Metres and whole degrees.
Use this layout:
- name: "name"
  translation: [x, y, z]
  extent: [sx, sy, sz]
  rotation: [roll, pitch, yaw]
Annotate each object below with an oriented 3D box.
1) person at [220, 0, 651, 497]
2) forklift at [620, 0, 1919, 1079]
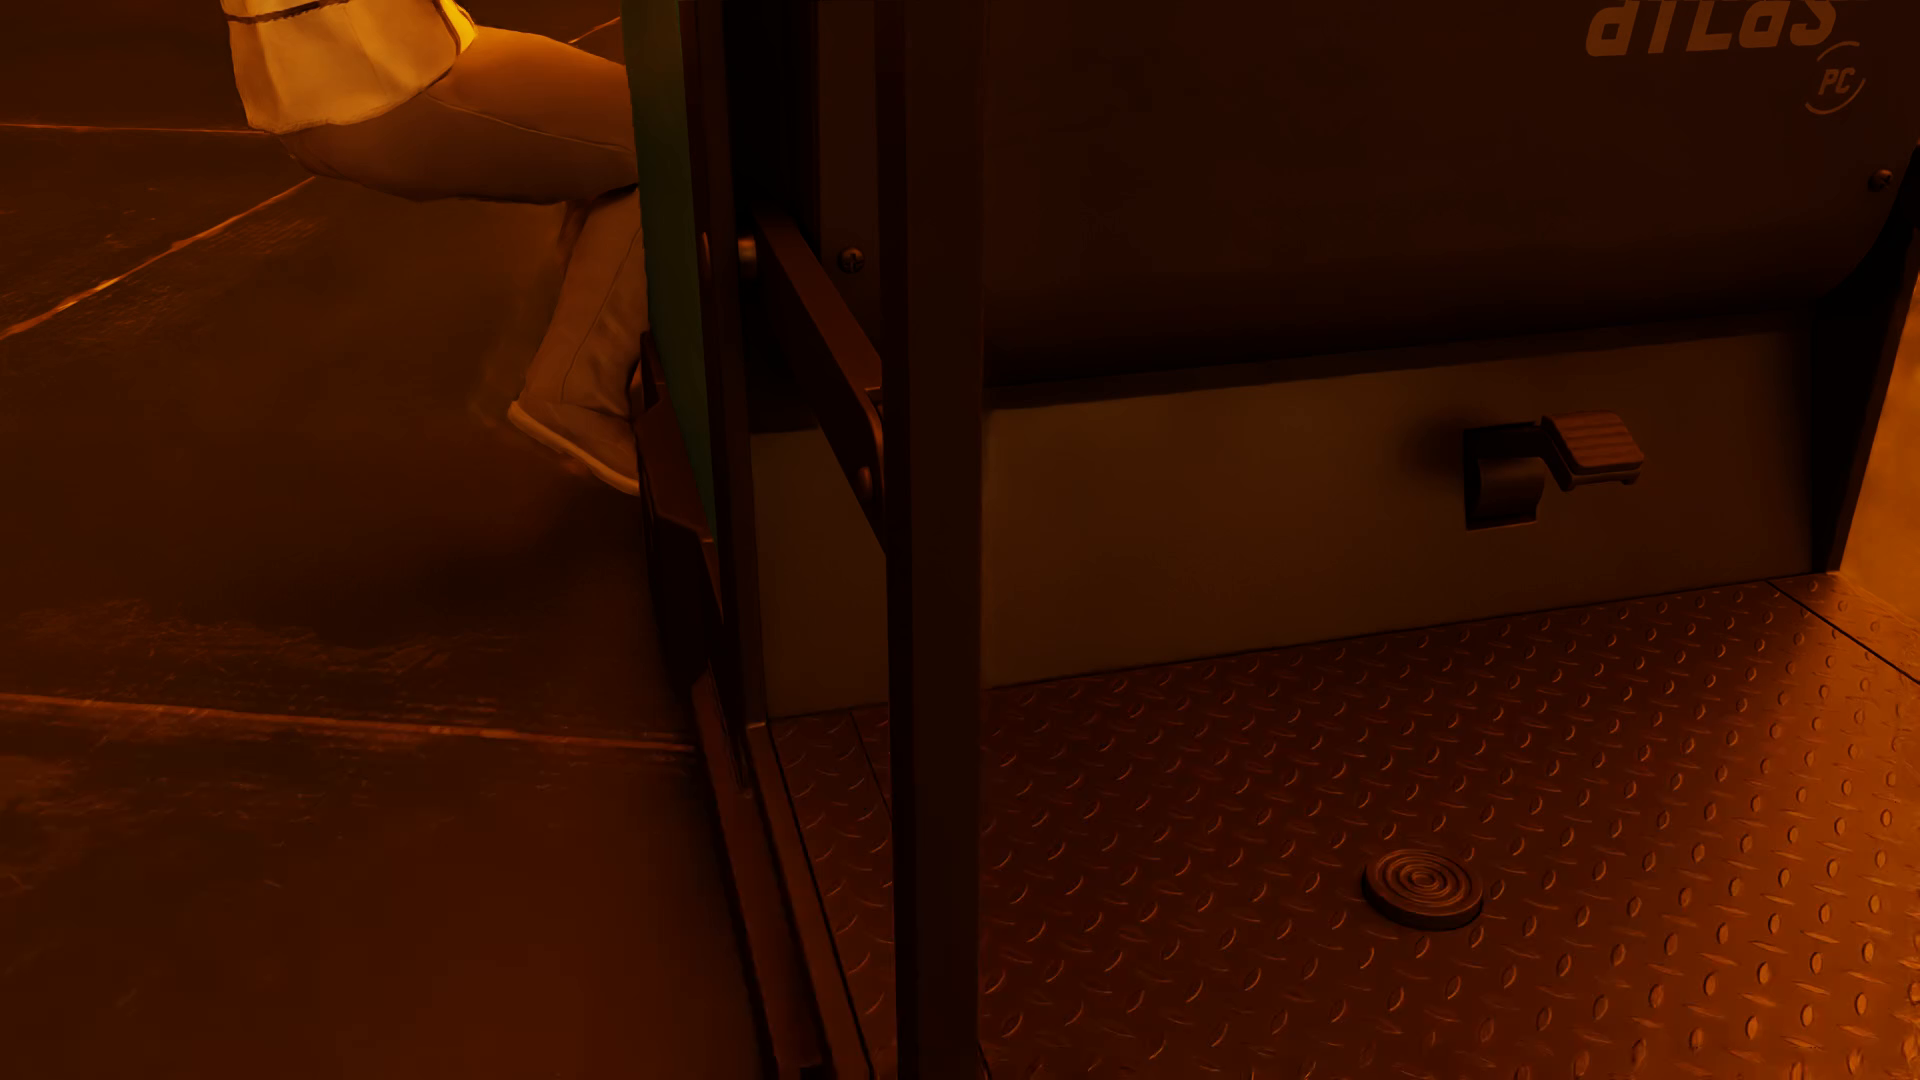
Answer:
- name: "person"
  translation: [-0.603, -0.728, 2.304]
  extent: [0.813, 1.466, 1.020]
  rotation: [-17, 31, -31]
- name: "forklift"
  translation: [0.395, -0.810, 0.841]
  extent: [1.130, 2.935, 3.031]
  rotation: [-7, 27, -13]
